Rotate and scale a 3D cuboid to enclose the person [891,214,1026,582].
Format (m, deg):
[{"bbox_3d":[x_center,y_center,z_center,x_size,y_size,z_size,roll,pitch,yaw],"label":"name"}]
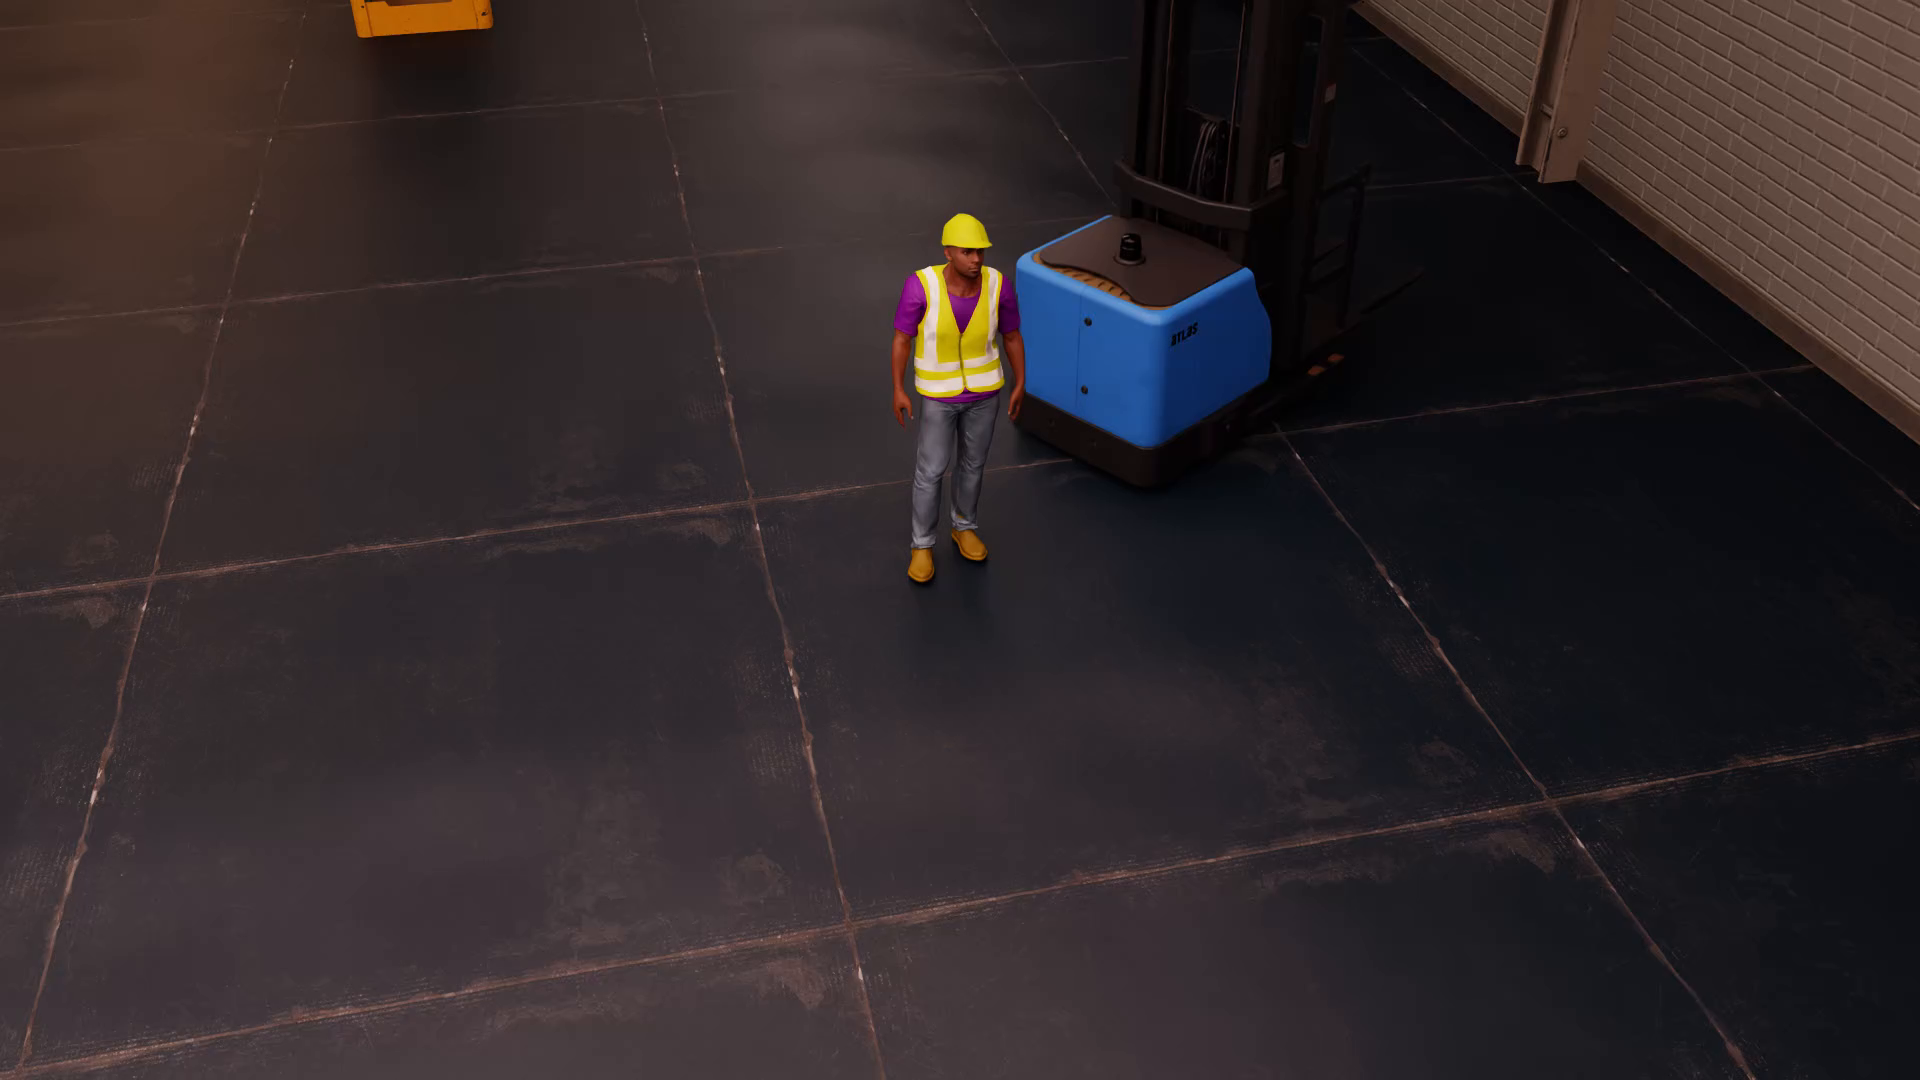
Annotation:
[{"bbox_3d":[0.011,-0.682,7.983,0.665,1.769,0.574,-8,36,-11],"label":"person"}]

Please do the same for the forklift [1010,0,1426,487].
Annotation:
[{"bbox_3d":[1.671,-2.233,9.154,1.130,2.935,3.031,30,45,35],"label":"forklift"}]
